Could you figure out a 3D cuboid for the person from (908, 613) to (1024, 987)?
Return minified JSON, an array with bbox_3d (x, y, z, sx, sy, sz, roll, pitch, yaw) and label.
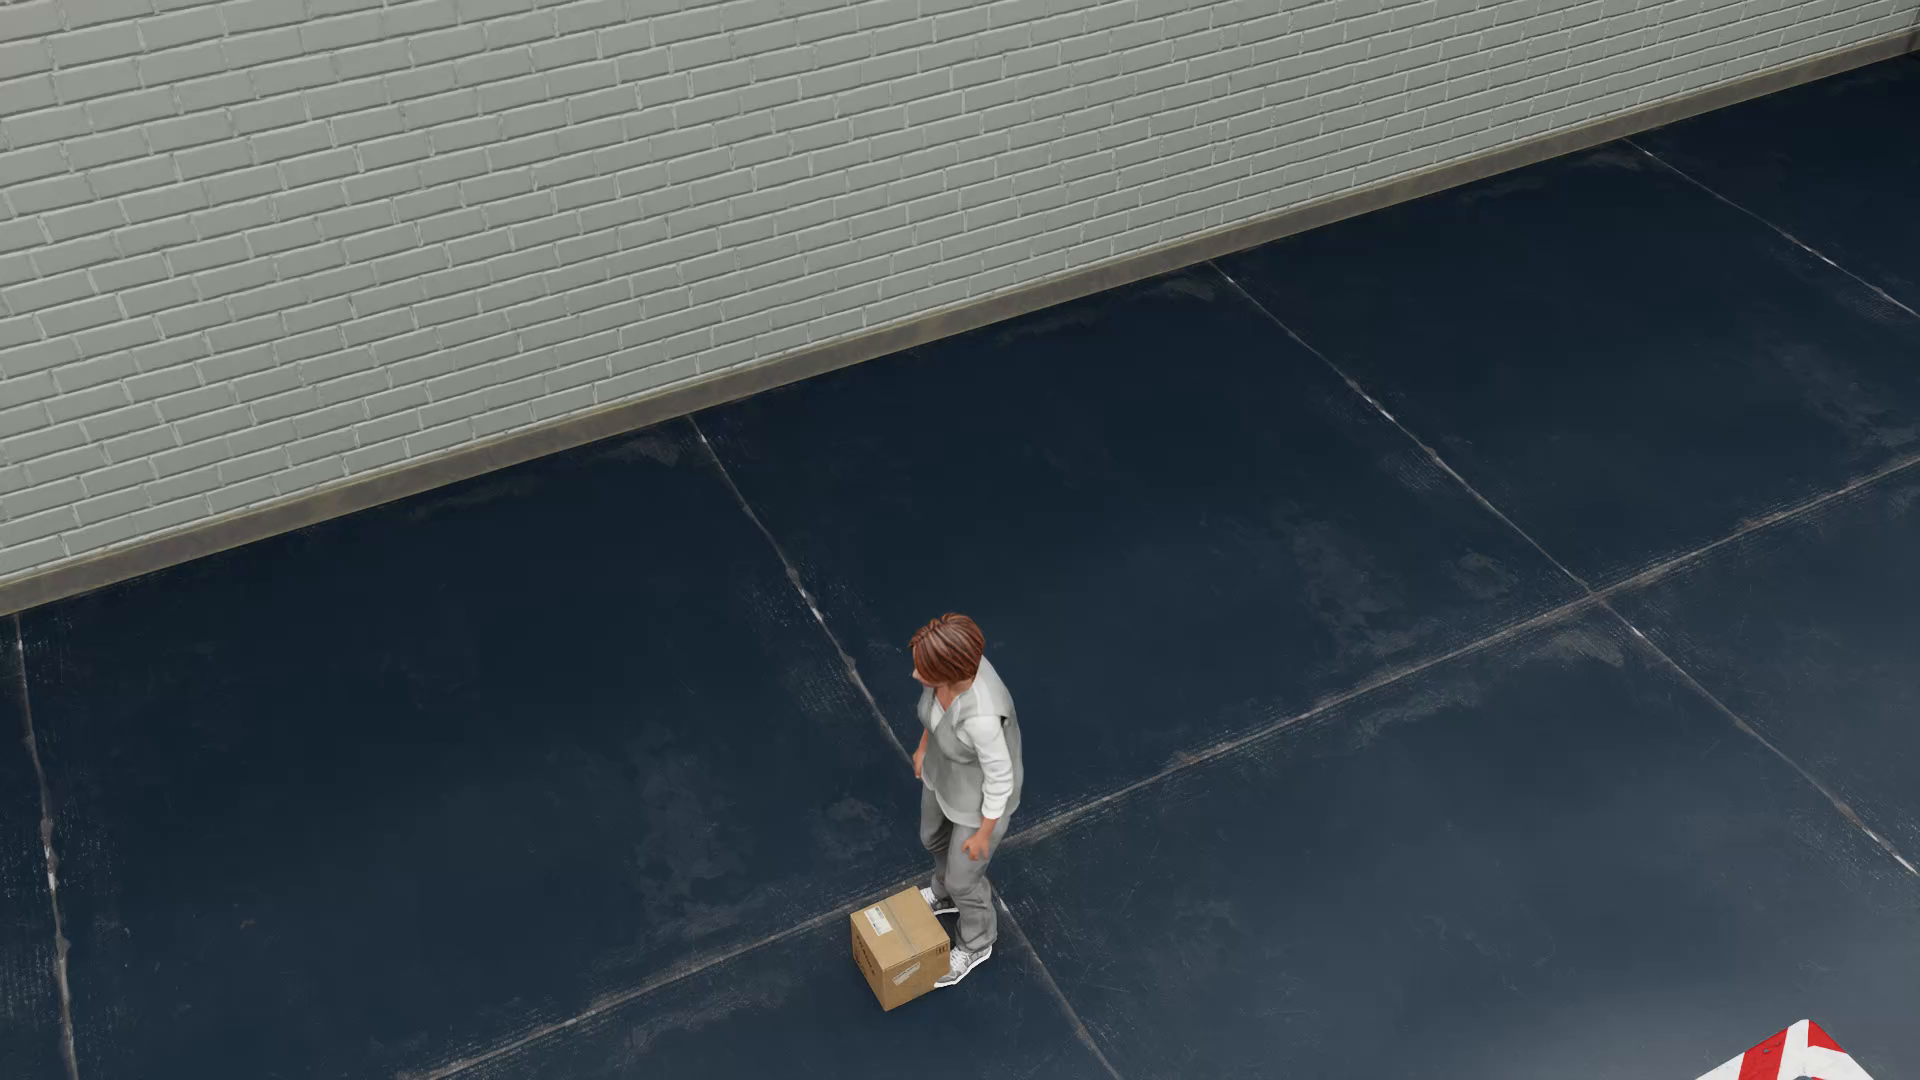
[{"bbox_3d":[-0.001,0.804,5.269,0.364,1.593,0.461,-19,45,-20],"label":"person"}]
